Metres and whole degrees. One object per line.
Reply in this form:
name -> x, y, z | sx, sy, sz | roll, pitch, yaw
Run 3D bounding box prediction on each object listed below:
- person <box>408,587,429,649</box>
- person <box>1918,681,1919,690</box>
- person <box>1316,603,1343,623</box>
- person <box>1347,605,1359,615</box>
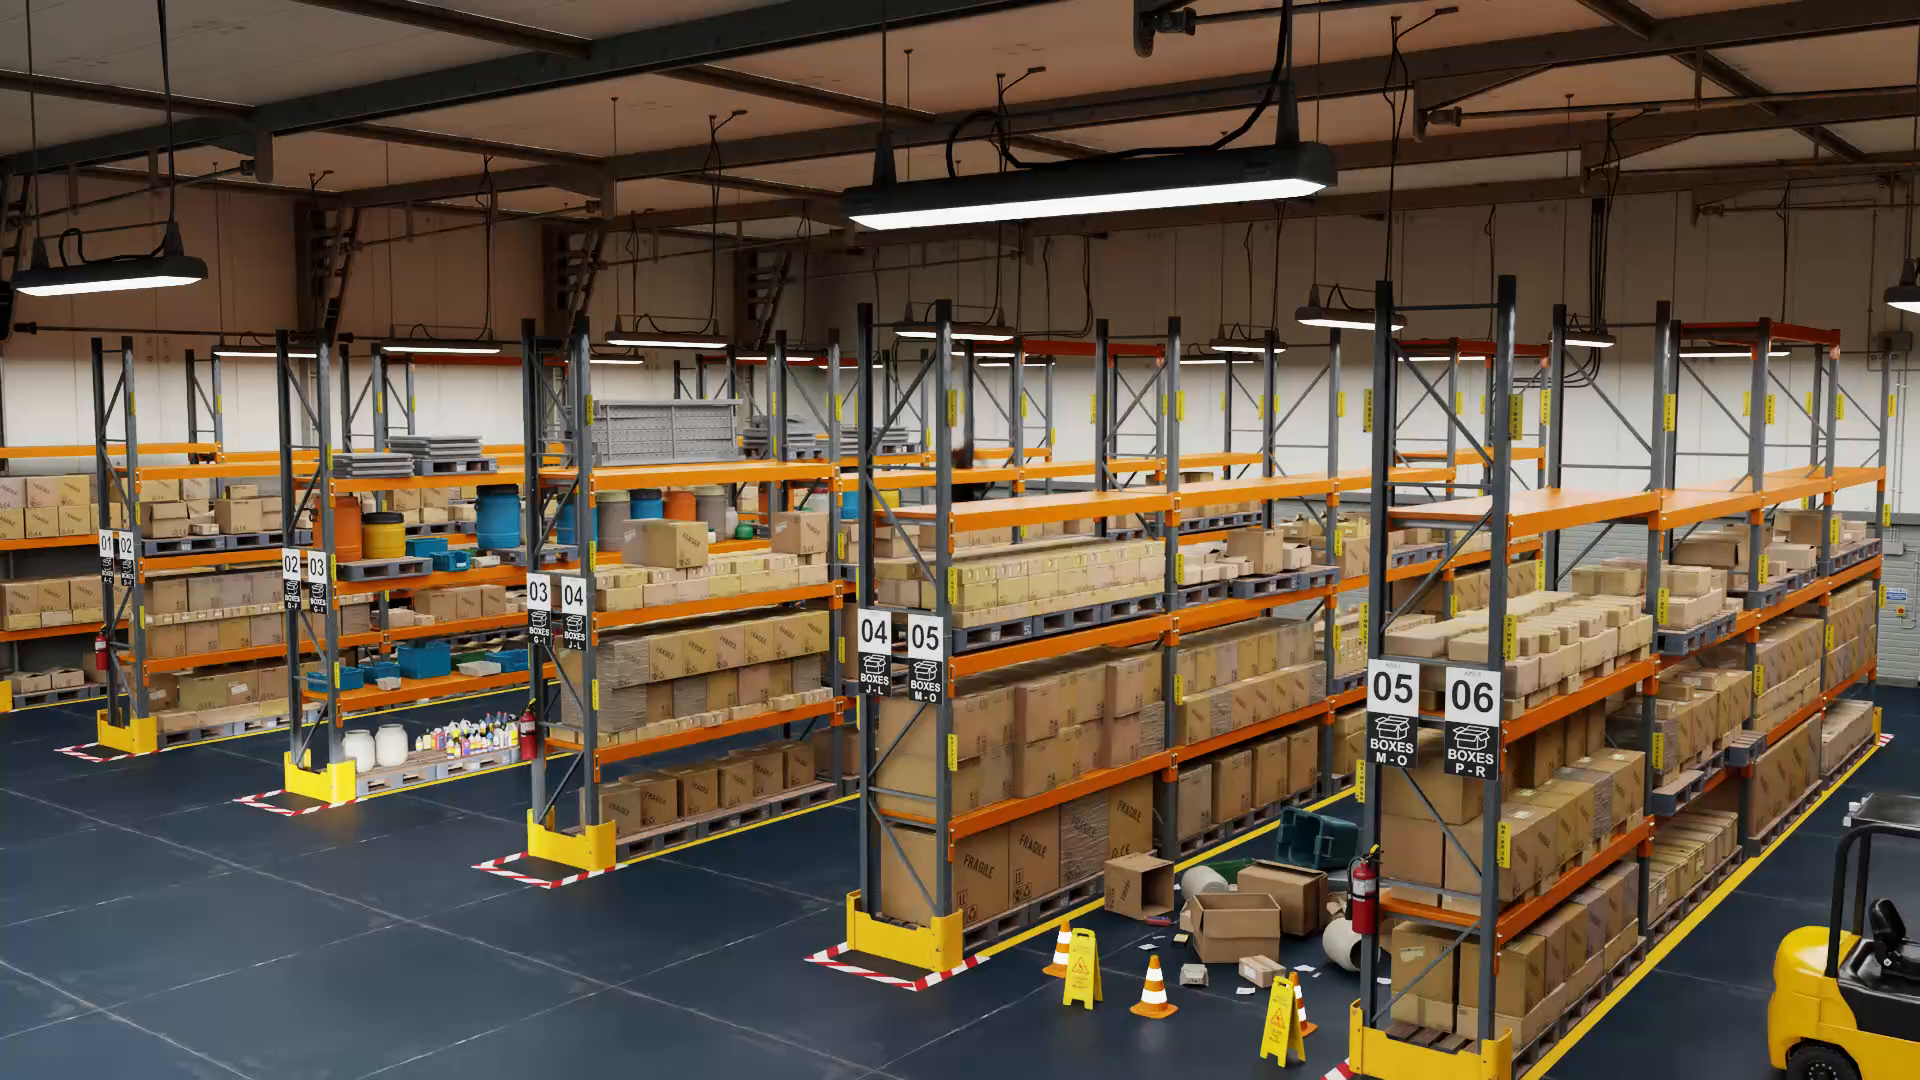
person -> -9.964, 1.678, 30.875 | 0.590, 1.632, 0.743 | 4, 6, 39
person -> 13.769, 2.313, 23.346 | 0.593, 1.688, 0.763 | 4, 6, 36
person -> 6.722, 1.703, 30.134 | 0.569, 1.619, 0.675 | -1, 5, -7
person -> 6.440, 1.929, 27.047 | 0.752, 1.768, 0.884 | 4, 6, 38
